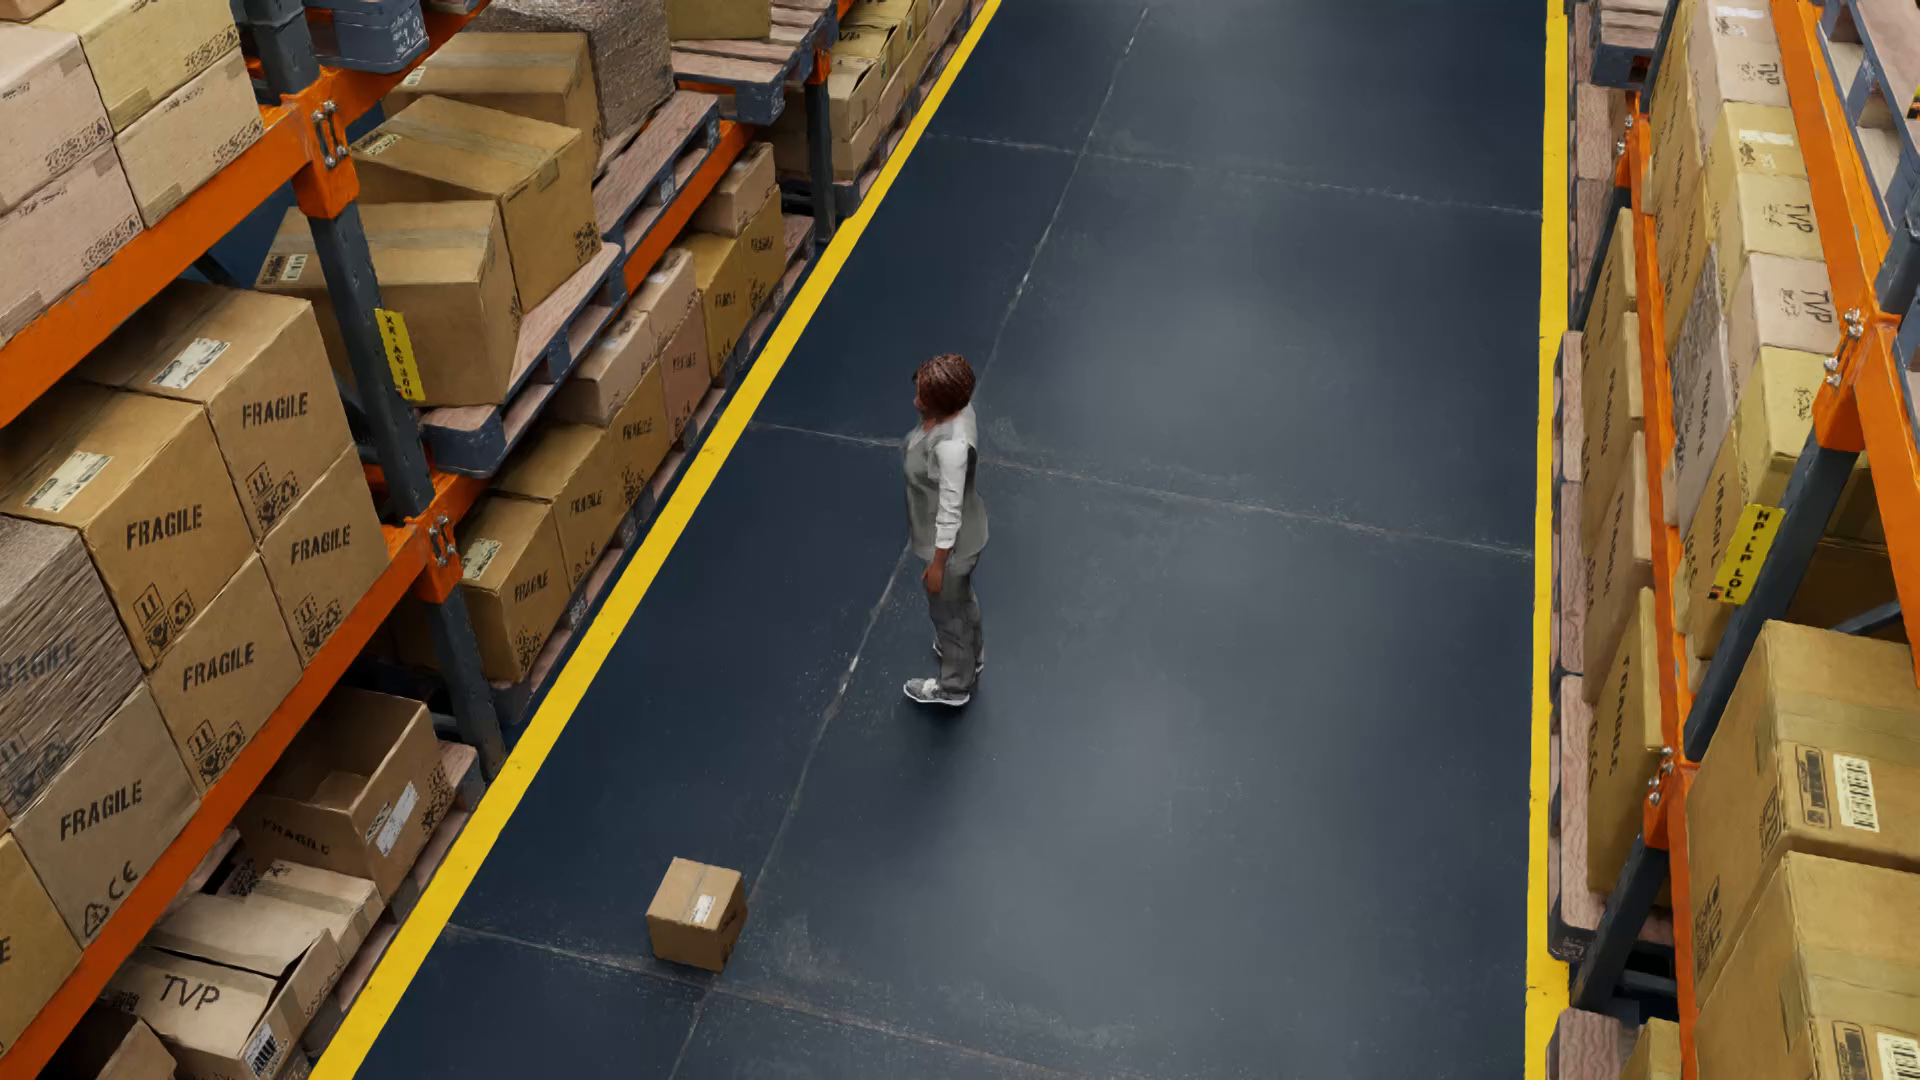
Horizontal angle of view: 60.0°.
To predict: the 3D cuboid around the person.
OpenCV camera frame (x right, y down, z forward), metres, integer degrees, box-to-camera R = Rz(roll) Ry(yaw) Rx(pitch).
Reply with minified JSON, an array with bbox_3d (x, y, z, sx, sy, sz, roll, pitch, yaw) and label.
[{"bbox_3d":[-0.058,-0.025,6.158,0.331,1.606,0.488,2,42,2],"label":"person"}]
